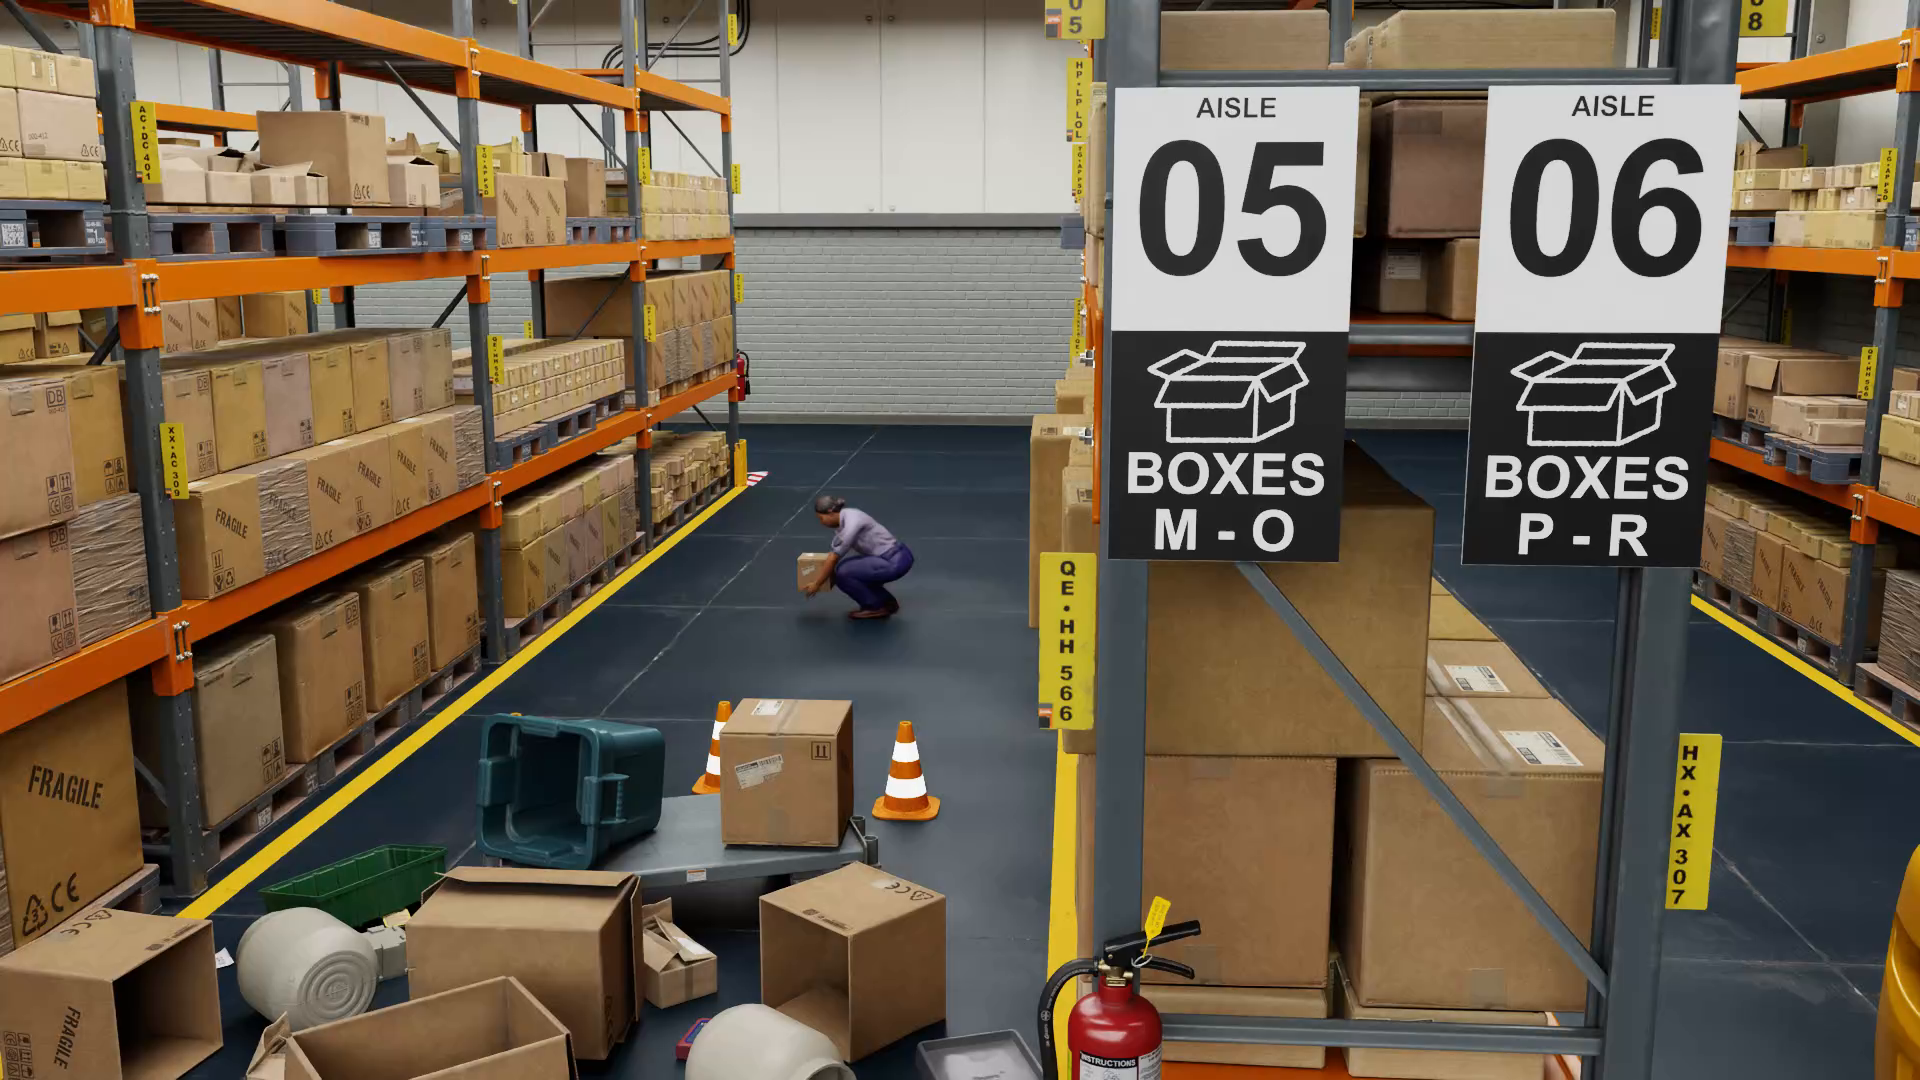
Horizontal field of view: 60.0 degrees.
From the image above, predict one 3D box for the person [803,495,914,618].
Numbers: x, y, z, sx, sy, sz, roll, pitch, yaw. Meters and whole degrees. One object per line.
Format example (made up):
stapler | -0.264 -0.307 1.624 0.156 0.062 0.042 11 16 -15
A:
person | -0.779 0.122 12.779 0.837 0.934 0.505 1 11 3
